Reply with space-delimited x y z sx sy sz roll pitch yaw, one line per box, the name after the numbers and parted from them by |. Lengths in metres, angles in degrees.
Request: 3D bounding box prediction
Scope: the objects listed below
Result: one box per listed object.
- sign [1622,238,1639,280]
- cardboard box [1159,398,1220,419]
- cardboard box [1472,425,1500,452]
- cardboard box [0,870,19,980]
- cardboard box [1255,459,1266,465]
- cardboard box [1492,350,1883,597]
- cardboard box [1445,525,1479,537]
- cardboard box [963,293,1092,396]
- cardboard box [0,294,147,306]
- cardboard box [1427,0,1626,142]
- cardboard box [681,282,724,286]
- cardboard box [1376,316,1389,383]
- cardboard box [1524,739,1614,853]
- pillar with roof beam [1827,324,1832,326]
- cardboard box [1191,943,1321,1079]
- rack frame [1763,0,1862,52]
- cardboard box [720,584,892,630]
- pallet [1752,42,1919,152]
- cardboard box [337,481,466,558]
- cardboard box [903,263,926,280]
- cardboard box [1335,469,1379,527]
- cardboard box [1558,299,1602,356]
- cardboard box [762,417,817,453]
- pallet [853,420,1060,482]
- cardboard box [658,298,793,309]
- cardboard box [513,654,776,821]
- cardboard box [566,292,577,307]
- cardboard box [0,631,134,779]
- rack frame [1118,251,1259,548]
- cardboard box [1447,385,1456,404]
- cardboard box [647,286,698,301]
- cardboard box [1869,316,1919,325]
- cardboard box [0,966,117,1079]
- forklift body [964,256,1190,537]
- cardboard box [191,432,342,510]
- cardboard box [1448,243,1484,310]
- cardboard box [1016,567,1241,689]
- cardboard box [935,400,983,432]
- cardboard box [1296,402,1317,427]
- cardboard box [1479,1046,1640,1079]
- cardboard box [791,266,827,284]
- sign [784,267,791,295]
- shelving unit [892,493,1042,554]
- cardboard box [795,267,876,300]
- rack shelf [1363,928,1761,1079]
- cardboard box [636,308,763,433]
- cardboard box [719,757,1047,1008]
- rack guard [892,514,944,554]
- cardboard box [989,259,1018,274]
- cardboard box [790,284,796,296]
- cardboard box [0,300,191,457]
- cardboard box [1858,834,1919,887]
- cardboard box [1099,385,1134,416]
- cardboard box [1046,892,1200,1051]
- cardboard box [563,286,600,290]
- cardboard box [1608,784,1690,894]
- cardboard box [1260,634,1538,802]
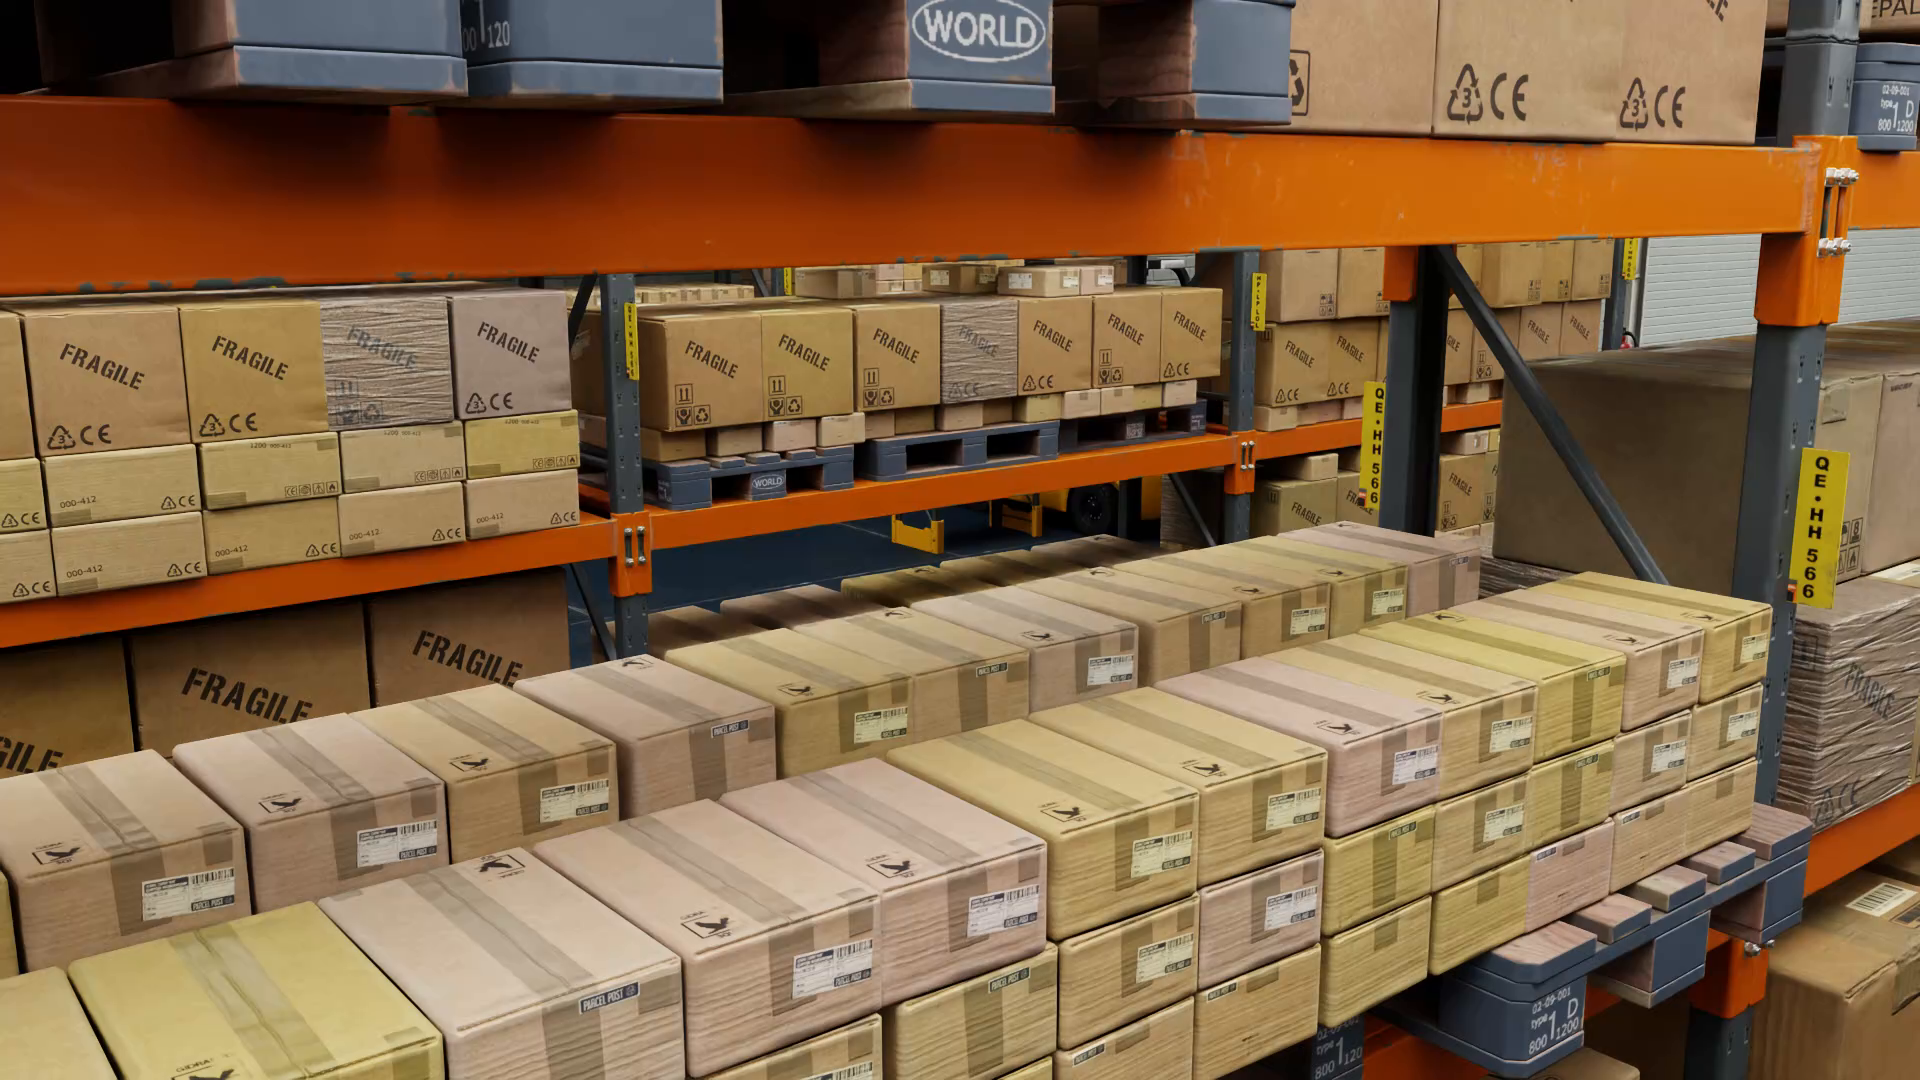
4.822 -2.039 11.962 0.005 0.325 0.100 -9 15 -38 | sign
1.428 -0.860 10.562 0.250 0.149 0.380 -10 15 -38 | cardboard box
3.586 -0.719 11.533 0.250 0.149 0.380 -9 15 -37 | cardboard box
-1.307 0.444 1.979 0.250 0.149 0.380 -10 16 -39 | cardboard box
2.058 -0.306 11.150 0.500 0.500 0.500 -9 15 -37 | cardboard box
1.772 -0.178 4.096 0.500 0.500 0.700 -10 15 -38 | cardboard box
3.214 0.012 11.459 0.500 0.250 0.500 -10 16 -40 | cardboard box
0.357 -1.064 8.950 0.500 0.500 0.500 -9 15 -36 | cardboard box
-3.485 -0.691 6.513 0.500 0.500 0.500 -9 15 -37 | cardboard box
0.746 -0.917 2.763 0.500 0.500 0.500 -9 15 -38 | cardboard box
-2.144 -2.052 13.768 0.250 0.149 0.380 -10 15 -39 | cardboard box
2.663 -1.230 10.743 0.500 0.500 0.500 -10 15 -38 | cardboard box
0.903 0.396 2.918 0.250 0.149 0.380 -9 15 -36 | cardboard box
17.026 -6.843 23.692 0.400 9.000 9.100 -9 15 -38 | pillar with roof beam
0.313 0.639 2.494 0.250 0.149 0.380 -9 15 -36 | cardboard box
1.416 -2.518 3.320 0.127 3.000 1.000 -9 15 -38 | rack frame
-0.737 0.538 8.687 0.625 0.372 0.950 -10 15 -39 | cardboard box
1.885 -1.050 4.086 1.003 0.211 1.213 -9 15 -35 | pallet
-2.377 -0.123 6.847 0.500 0.250 0.500 -9 15 -37 | cardboard box
-0.509 -2.339 14.405 0.250 0.149 0.380 -10 15 -39 | cardboard box
2.408 -0.223 10.762 0.500 0.500 0.500 -9 15 -35 | cardboard box
4.240 -1.490 11.968 0.500 0.500 0.500 -10 15 -39 | cardboard box
-0.901 -0.527 7.981 0.250 0.149 0.380 -11 16 -41 | cardboard box
-0.235 -0.542 8.924 1.213 0.211 1.003 -9 15 -38 | pallet
-1.177 -0.946 8.392 0.500 0.500 0.500 -10 15 -39 | cardboard box
-0.498 0.310 2.610 0.250 0.149 0.380 -10 16 -40 | cardboard box
-3.002 -1.765 12.415 0.250 0.149 0.380 -10 16 -39 | cardboard box
-3.744 0.768 6.393 0.875 0.875 0.875 -9 15 -36 | cardboard box
1.368 -0.892 10.107 0.127 3.000 1.000 -9 15 -38 | rack frame
3.127 -1.010 11.266 0.250 0.149 0.380 -9 15 -38 | cardboard box
-2.278 -1.923 13.159 0.250 0.149 0.380 -9 15 -38 | cardboard box
3.360 -0.442 5.341 0.500 0.500 0.700 -9 15 -37 | cardboard box
-0.899 0.549 1.484 0.250 0.149 0.380 -9 15 -36 | cardboard box
1.047 -1.258 13.876 1.214 2.155 2.313 -9 15 -38 | forklift body
-2.760 -0.303 6.492 0.500 0.250 0.500 -10 16 -39 | cardboard box
3.019 -1.803 11.035 0.500 0.500 0.700 -10 15 -38 | cardboard box
0.324 0.173 3.256 0.250 0.149 0.380 -10 16 -40 | cardboard box
-0.093 -0.669 8.652 0.250 0.149 0.380 -9 15 -36 | cardboard box
1.979 -0.799 10.275 0.250 0.149 0.380 -9 15 -36 | cardboard box
1.045 1.199 3.464 0.500 0.250 0.500 -10 15 -39 | cardboard box
-1.302 -2.201 13.756 0.250 0.149 0.380 -9 15 -37 | cardboard box
-1.389 -2.137 13.376 0.005 0.325 0.100 -9 15 -38 | sign
0.060 -0.744 13.020 1.083 1.500 0.587 -9 15 -38 | shelving unit
-0.654 -1.348 8.726 0.250 0.149 0.380 -10 16 -40 | cardboard box
-0.146 1.028 2.796 4.000 0.370 1.077 -9 15 -38 | rack shelf
-1.260 -0.793 7.676 0.500 0.500 0.500 -10 16 -39 | cardboard box
-0.104 0.418 2.100 0.250 0.149 0.380 -9 15 -36 | cardboard box
-0.329 -0.068 12.845 0.087 0.250 0.587 -9 15 -38 | rack guard
0.306 -2.465 14.996 0.250 0.149 0.380 -9 15 -37 | cardboard box
-1.323 -2.061 13.812 0.250 0.149 0.380 -10 15 -39 | cardboard box
-3.183 -0.606 6.111 0.500 0.500 0.500 -10 15 -39 | cardboard box
2.628 1.134 4.974 0.750 0.750 1.050 -9 15 -37 | cardboard box
0.743 -0.792 9.232 0.250 0.149 0.380 -10 15 -39 | cardboard box
0.107 0.528 2.298 0.250 0.149 0.380 -10 15 -39 | cardboard box
-2.979 -1.929 13.187 0.250 0.149 0.380 -9 15 -38 | cardboard box
1.123 0.505 3.123 0.250 0.149 0.380 -9 15 -38 | cardboard box
0.711 0.283 2.737 0.250 0.149 0.380 -9 15 -36 | cardboard box
